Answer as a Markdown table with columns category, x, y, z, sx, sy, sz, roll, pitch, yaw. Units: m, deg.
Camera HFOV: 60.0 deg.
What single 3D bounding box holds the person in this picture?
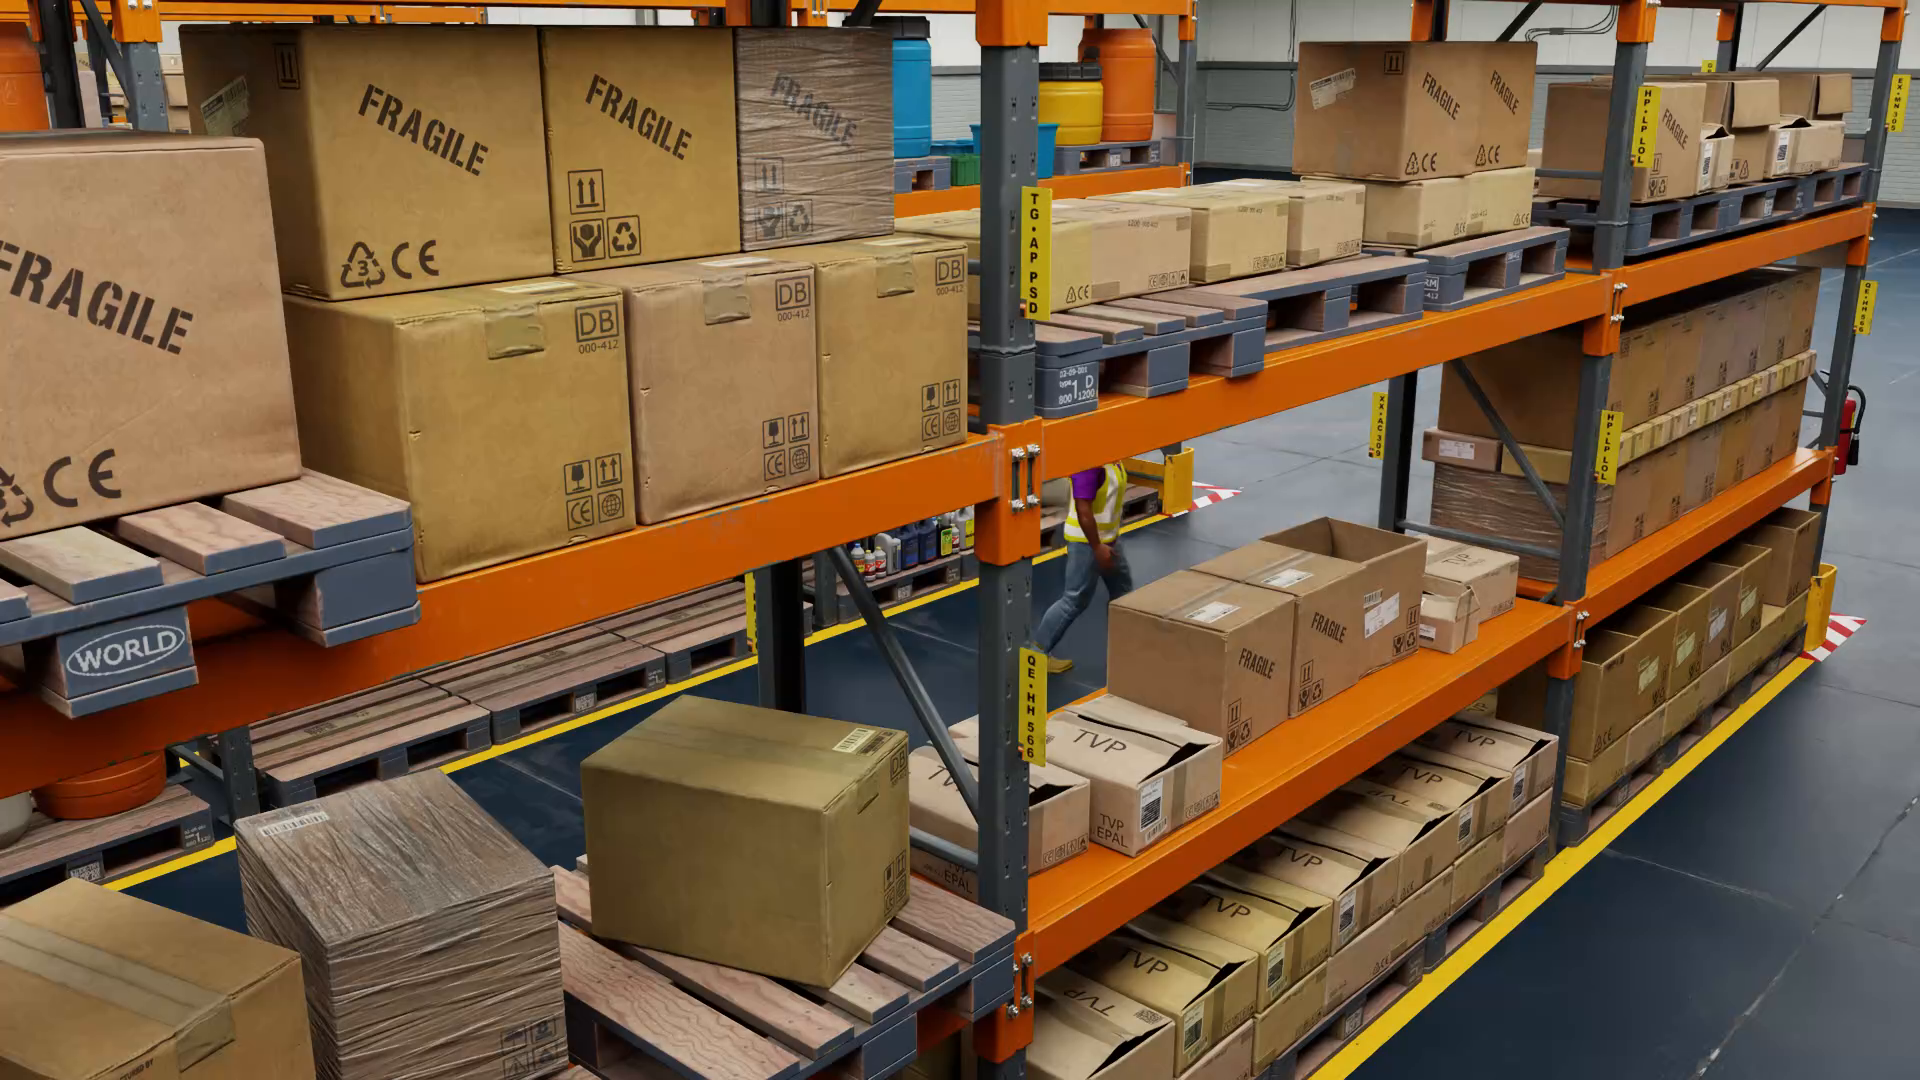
| category | x | y | z | sx | sy | sz | roll | pitch | yaw |
| --- | --- | --- | --- | --- | --- | --- | --- | --- | --- |
| person | 0.857 | -0.014 | 10.037 | 0.894 | 1.742 | 0.600 | 5 | 17 | 15 |
